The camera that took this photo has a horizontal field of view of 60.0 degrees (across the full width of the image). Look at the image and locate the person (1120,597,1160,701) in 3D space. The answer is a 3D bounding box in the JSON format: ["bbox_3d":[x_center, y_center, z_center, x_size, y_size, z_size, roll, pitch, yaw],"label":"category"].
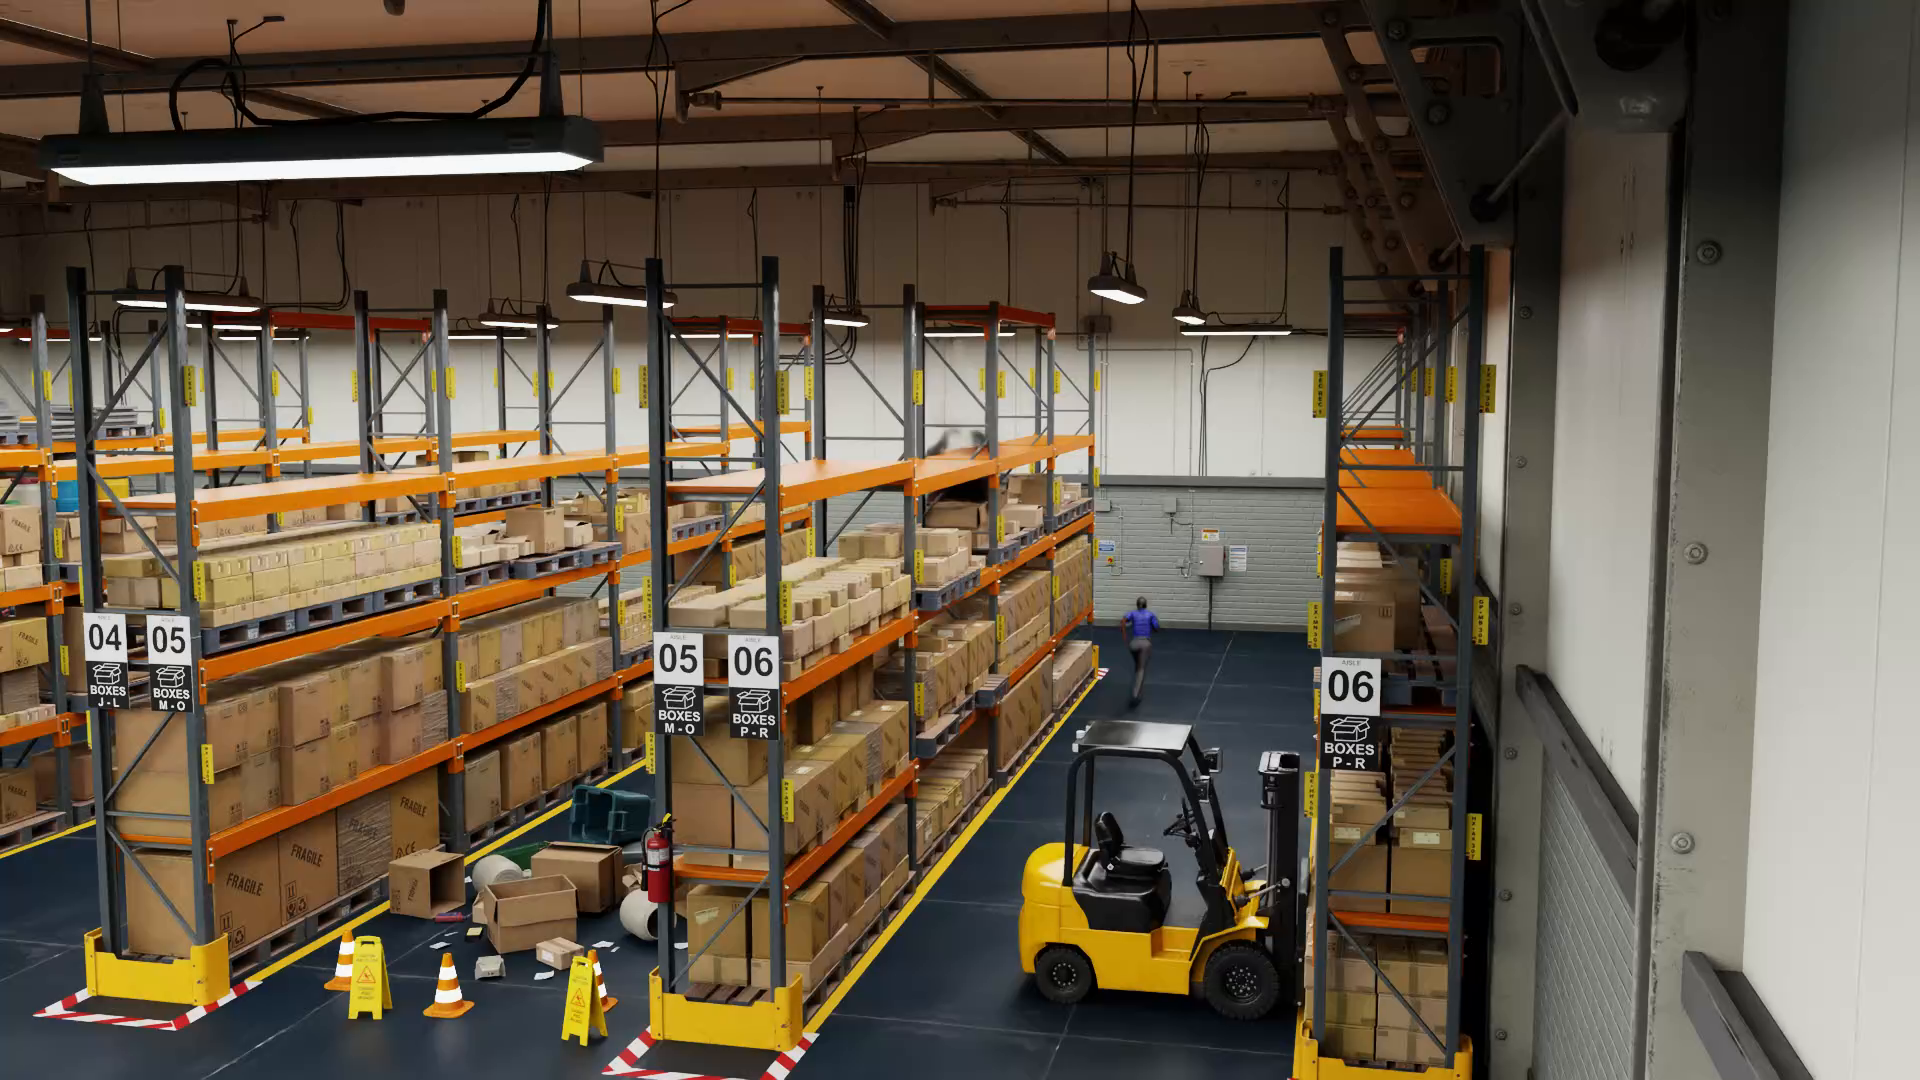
[{"bbox_3d":[2.813,1.735,26.044,0.569,1.654,0.918,2,6,19],"label":"person"}]
